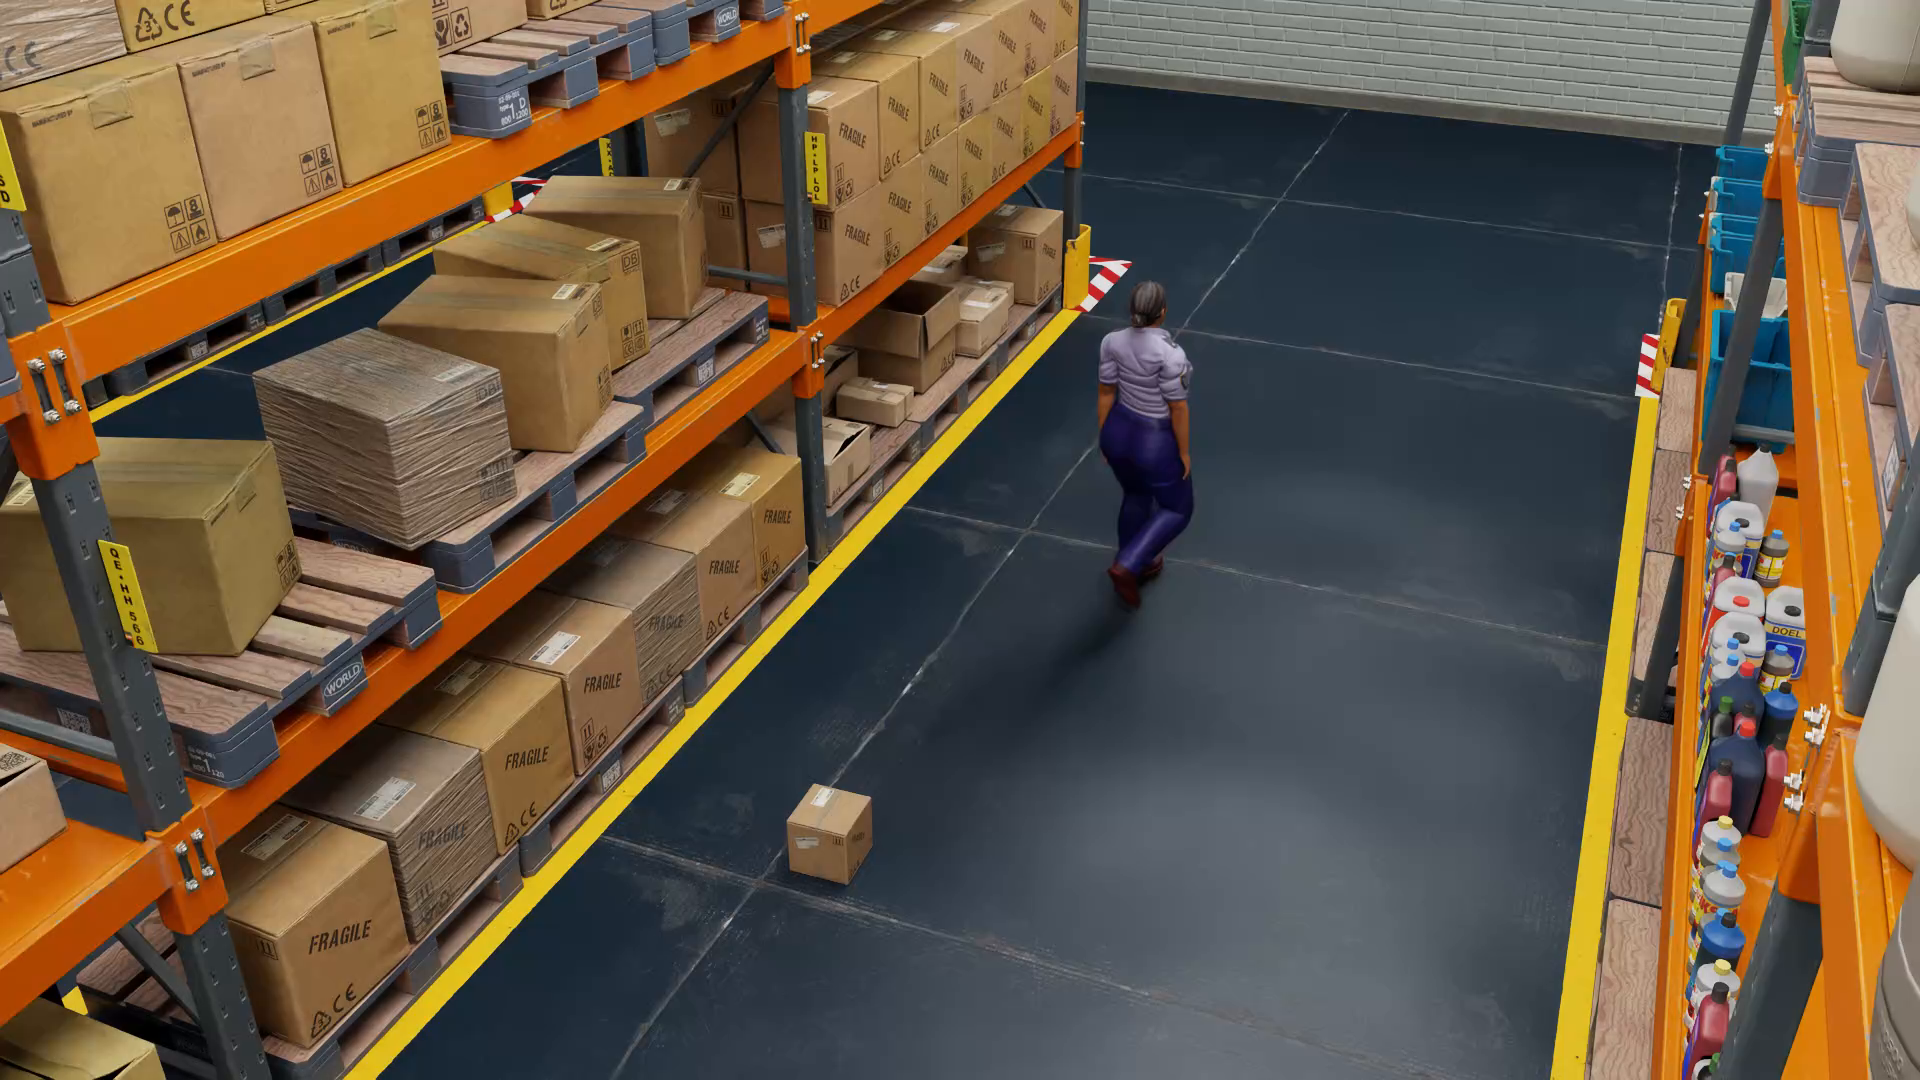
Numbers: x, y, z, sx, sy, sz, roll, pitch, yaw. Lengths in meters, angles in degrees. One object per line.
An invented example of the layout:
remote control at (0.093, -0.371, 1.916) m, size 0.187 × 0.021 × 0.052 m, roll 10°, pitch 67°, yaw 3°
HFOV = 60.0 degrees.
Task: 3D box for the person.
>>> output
person at (0.857, -0.453, 7.890) m, size 0.481 × 1.627 × 0.654 m, roll 24°, pitch 37°, yaw 35°
